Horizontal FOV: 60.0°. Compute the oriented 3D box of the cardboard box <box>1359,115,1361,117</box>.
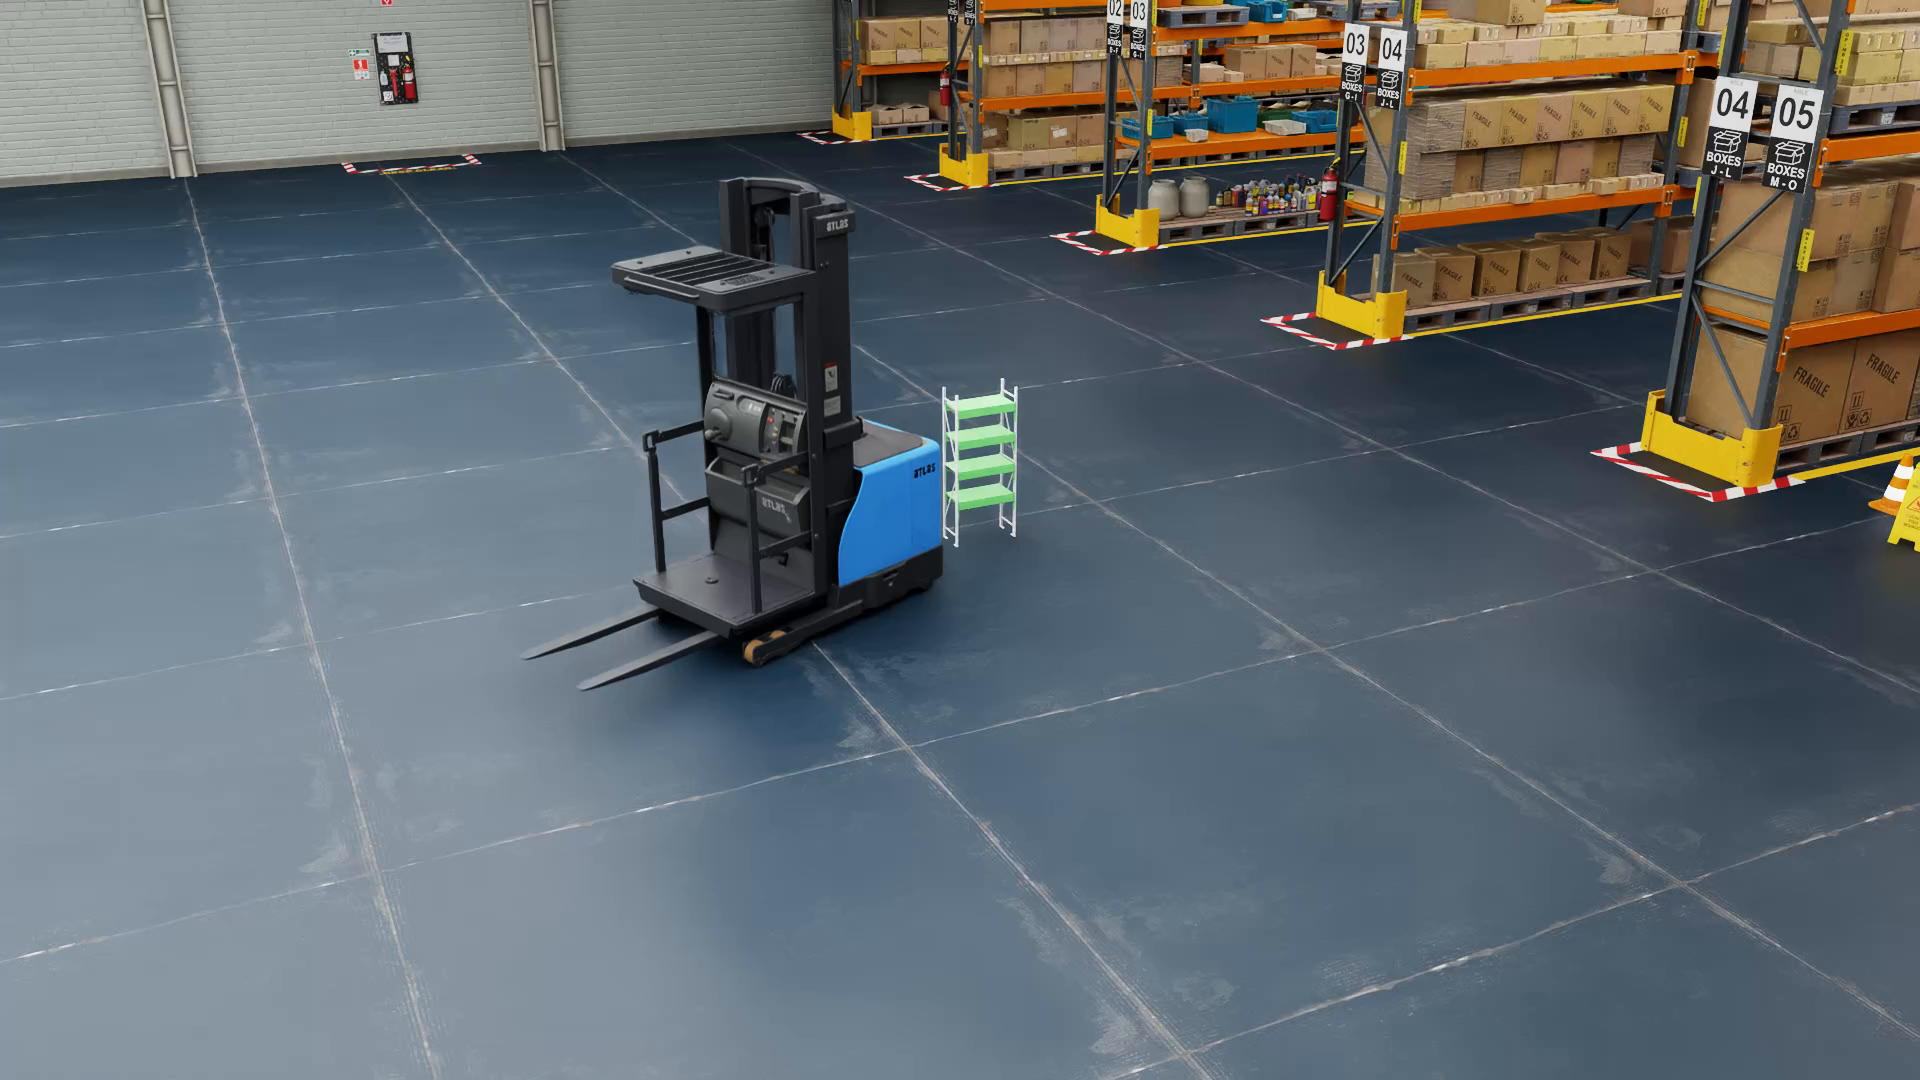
[{"bbox_3d":[6.921,-7.521,29.309,0.500,0.311,0.500,-10,24,-22],"label":"cardboard box"}]

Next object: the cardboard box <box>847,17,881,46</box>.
[{"bbox_3d":[-1.741,-9.327,30.550,0.500,0.500,0.500,-11,25,-24],"label":"cardboard box"}]

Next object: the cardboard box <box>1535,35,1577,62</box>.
[{"bbox_3d":[6.294,-5.332,17.984,0.500,0.250,0.500,-10,24,-22],"label":"cardboard box"}]

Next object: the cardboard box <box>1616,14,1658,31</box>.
[{"bbox_3d":[7.527,-5.766,18.511,0.250,0.149,0.380,-10,25,-23],"label":"cardboard box"}]

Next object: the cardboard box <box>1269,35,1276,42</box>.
[{"bbox_3d":[6.212,-10.222,33.825,0.250,0.149,0.380,-11,25,-24],"label":"cardboard box"}]

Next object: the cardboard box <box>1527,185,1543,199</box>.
[{"bbox_3d":[6.292,-3.920,18.626,0.250,0.149,0.380,-10,25,-24],"label":"cardboard box"}]

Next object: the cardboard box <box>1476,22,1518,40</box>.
[{"bbox_3d":[5.666,-5.388,17.599,0.250,0.149,0.380,-10,25,-24],"label":"cardboard box"}]

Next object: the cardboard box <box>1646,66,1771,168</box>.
[{"bbox_3d":[8.752,-4.986,19.541,1.000,1.000,1.000,-10,25,-23],"label":"cardboard box"}]

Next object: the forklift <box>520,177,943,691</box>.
[{"bbox_3d":[-1.489,-0.758,10.749,1.130,2.935,3.031,19,29,39],"label":"forklift"}]

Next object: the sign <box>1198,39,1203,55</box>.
[{"bbox_3d":[3.924,-8.092,27.141,0.005,0.325,0.100,-10,25,-24],"label":"sign"}]

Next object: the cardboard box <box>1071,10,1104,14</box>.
[{"bbox_3d":[2.510,-9.965,32.196,0.500,0.500,0.700,-8,24,-18],"label":"cardboard box"}]

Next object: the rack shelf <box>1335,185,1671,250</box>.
[{"bbox_3d":[6.173,-3.767,18.870,4.000,0.370,1.077,-10,25,-24],"label":"rack shelf"}]

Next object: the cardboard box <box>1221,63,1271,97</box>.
[{"bbox_3d":[5.854,-9.494,34.025,0.750,0.750,0.750,-11,25,-24],"label":"cardboard box"}]

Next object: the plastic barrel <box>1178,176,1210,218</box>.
[{"bbox_3d":[3.234,-4.738,22.978,0.421,0.512,0.421,0,22,0],"label":"plastic barrel"}]

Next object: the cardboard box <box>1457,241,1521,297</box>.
[{"bbox_3d":[6.037,-3.113,19.068,0.500,0.500,0.500,-8,24,-19],"label":"cardboard box"}]

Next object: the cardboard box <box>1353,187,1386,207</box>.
[{"bbox_3d":[4.538,-3.770,18.265,0.250,0.149,0.380,-10,25,-24],"label":"cardboard box"}]

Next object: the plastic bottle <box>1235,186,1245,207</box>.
[{"bbox_3d":[3.973,-4.875,23.581,0.133,0.283,0.061,-10,25,-24],"label":"plastic bottle"}]

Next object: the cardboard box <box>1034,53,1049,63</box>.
[{"bbox_3d":[1.215,-7.646,26.321,0.250,0.149,0.380,-11,25,-24],"label":"cardboard box"}]

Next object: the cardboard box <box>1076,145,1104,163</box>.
[{"bbox_3d":[2.010,-6.367,27.255,0.500,0.250,0.500,-10,25,-24],"label":"cardboard box"}]

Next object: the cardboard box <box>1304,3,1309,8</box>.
[{"bbox_3d":[7.045,-11.003,33.882,0.500,0.250,0.500,-11,25,-25],"label":"cardboard box"}]

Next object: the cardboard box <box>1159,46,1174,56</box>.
[{"bbox_3d":[3.306,-8.033,27.255,0.250,0.149,0.380,-11,25,-25],"label":"cardboard box"}]

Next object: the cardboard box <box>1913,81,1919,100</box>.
[{"bbox_3d":[7.562,-3.625,13.311,0.250,0.149,0.380,-10,25,-23],"label":"cardboard box"}]

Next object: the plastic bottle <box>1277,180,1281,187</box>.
[{"bbox_3d":[4.583,-5.051,24.008,0.133,0.283,0.061,-9,24,-21],"label":"plastic bottle"}]

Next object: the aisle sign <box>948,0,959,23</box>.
[{"bbox_3d":[-0.109,-8.474,25.901,0.004,0.787,0.394,-10,25,-24],"label":"aisle sign"}]

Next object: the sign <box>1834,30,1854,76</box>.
[{"bbox_3d":[6.666,-3.676,12.541,0.005,0.325,0.100,-10,25,-24],"label":"sign"}]

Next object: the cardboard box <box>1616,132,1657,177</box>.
[{"bbox_3d":[7.543,-4.562,19.329,0.500,0.500,0.875,-10,25,-24],"label":"cardboard box"}]

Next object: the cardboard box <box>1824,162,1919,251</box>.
[{"bbox_3d":[7.801,-2.828,14.051,0.550,0.550,0.875,-10,25,-24],"label":"cardboard box"}]

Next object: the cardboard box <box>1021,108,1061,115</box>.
[{"bbox_3d":[1.327,-6.815,27.358,0.500,0.500,0.500,-10,25,-24],"label":"cardboard box"}]

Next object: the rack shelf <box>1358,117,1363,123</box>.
[{"bbox_3d":[7.629,-6.138,24.597,4.000,0.370,1.077,-10,25,-24],"label":"rack shelf"}]

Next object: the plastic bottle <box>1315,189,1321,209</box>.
[{"bbox_3d":[5.070,-4.807,23.418,0.133,0.283,0.061,-9,24,-20],"label":"plastic bottle"}]

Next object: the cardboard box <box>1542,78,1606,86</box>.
[{"bbox_3d":[7.010,-5.007,19.096,0.500,0.500,0.500,-10,25,-24],"label":"cardboard box"}]

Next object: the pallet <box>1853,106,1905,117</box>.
[{"bbox_3d":[8.196,-3.718,14.003,1.213,0.211,1.003,-10,25,-24],"label":"pallet"}]

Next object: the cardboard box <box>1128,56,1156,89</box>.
[{"bbox_3d":[2.813,-7.727,27.364,0.500,0.500,0.700,-11,25,-24],"label":"cardboard box"}]

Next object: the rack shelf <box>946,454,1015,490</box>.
[{"bbox_3d":[0.149,-0.523,12.611,0.480,0.148,0.258,-10,25,-24],"label":"rack shelf"}]

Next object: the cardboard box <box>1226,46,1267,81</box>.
[{"bbox_3d":[4.856,-8.102,28.269,0.500,0.500,0.500,-9,24,-20],"label":"cardboard box"}]

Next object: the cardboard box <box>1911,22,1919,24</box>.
[{"bbox_3d":[7.786,-4.035,13.259,0.250,0.149,0.380,-11,25,-25],"label":"cardboard box"}]

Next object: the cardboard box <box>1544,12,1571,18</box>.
[{"bbox_3d":[6.604,-5.810,18.616,0.250,0.149,0.380,-11,25,-25],"label":"cardboard box"}]

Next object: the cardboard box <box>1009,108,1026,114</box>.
[{"bbox_3d":[1.061,-8.348,32.124,0.250,0.166,0.380,-14,26,-30],"label":"cardboard box"}]

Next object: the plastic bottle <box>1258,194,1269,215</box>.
[{"bbox_3d":[4.203,-4.648,23.033,0.133,0.283,0.061,-10,25,-23],"label":"plastic bottle"}]

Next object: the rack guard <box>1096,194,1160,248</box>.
[{"bbox_3d":[2.271,-4.349,22.602,0.348,0.500,1.175,-10,25,-24],"label":"rack guard"}]

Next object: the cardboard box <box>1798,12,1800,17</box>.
[{"bbox_3d":[10.136,-6.600,20.067,0.500,0.500,0.500,-11,25,-25],"label":"cardboard box"}]

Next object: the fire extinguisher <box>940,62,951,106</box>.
[{"bbox_3d":[-0.230,-7.287,26.534,0.183,0.674,0.296,-10,25,-24],"label":"fire extinguisher"}]

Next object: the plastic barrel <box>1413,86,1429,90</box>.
[{"bbox_3d":[6.307,-6.330,23.464,0.708,0.901,0.600,-10,25,-24],"label":"plastic barrel"}]

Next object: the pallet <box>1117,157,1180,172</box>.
[{"bbox_3d":[2.947,-6.440,28.032,1.213,0.211,1.003,-10,25,-24],"label":"pallet"}]

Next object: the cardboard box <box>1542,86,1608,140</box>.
[{"bbox_3d":[6.788,-4.742,18.456,0.500,0.500,0.500,-10,25,-24],"label":"cardboard box"}]

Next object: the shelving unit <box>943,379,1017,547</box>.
[{"bbox_3d":[0.149,-0.582,12.587,0.503,1.200,0.258,-10,25,-24],"label":"shelving unit"}]

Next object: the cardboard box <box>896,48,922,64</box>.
[{"bbox_3d":[-1.035,-8.892,30.479,0.500,0.250,0.500,-11,25,-25],"label":"cardboard box"}]

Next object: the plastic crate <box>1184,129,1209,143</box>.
[{"bbox_3d":[3.169,-5.391,22.196,0.250,0.136,0.298,-10,25,-24],"label":"plastic crate"}]

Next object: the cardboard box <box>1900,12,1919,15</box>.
[{"bbox_3d":[8.189,-4.388,14.114,0.250,0.149,0.380,-11,25,-24],"label":"cardboard box"}]

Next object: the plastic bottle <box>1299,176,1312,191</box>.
[{"bbox_3d":[4.982,-5.077,23.982,0.185,0.351,0.144,-10,25,-24],"label":"plastic bottle"}]

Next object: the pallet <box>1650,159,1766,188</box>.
[{"bbox_3d":[8.727,-4.420,19.756,1.213,0.211,1.003,-10,25,-24],"label":"pallet"}]

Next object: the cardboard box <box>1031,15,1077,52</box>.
[{"bbox_3d":[1.477,-8.083,26.528,0.500,0.500,0.700,-10,25,-23],"label":"cardboard box"}]

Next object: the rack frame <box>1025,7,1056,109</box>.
[{"bbox_3d":[1.530,-9.553,31.906,0.127,3.000,1.000,-10,25,-24],"label":"rack frame"}]

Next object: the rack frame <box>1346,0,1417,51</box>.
[{"bbox_3d":[4.371,-6.540,16.784,0.127,3.000,1.000,-10,25,-24],"label":"rack frame"}]

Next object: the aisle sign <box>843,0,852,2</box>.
[{"bbox_3d":[-2.009,-9.975,29.527,0.004,0.787,0.394,-10,25,-24],"label":"aisle sign"}]
